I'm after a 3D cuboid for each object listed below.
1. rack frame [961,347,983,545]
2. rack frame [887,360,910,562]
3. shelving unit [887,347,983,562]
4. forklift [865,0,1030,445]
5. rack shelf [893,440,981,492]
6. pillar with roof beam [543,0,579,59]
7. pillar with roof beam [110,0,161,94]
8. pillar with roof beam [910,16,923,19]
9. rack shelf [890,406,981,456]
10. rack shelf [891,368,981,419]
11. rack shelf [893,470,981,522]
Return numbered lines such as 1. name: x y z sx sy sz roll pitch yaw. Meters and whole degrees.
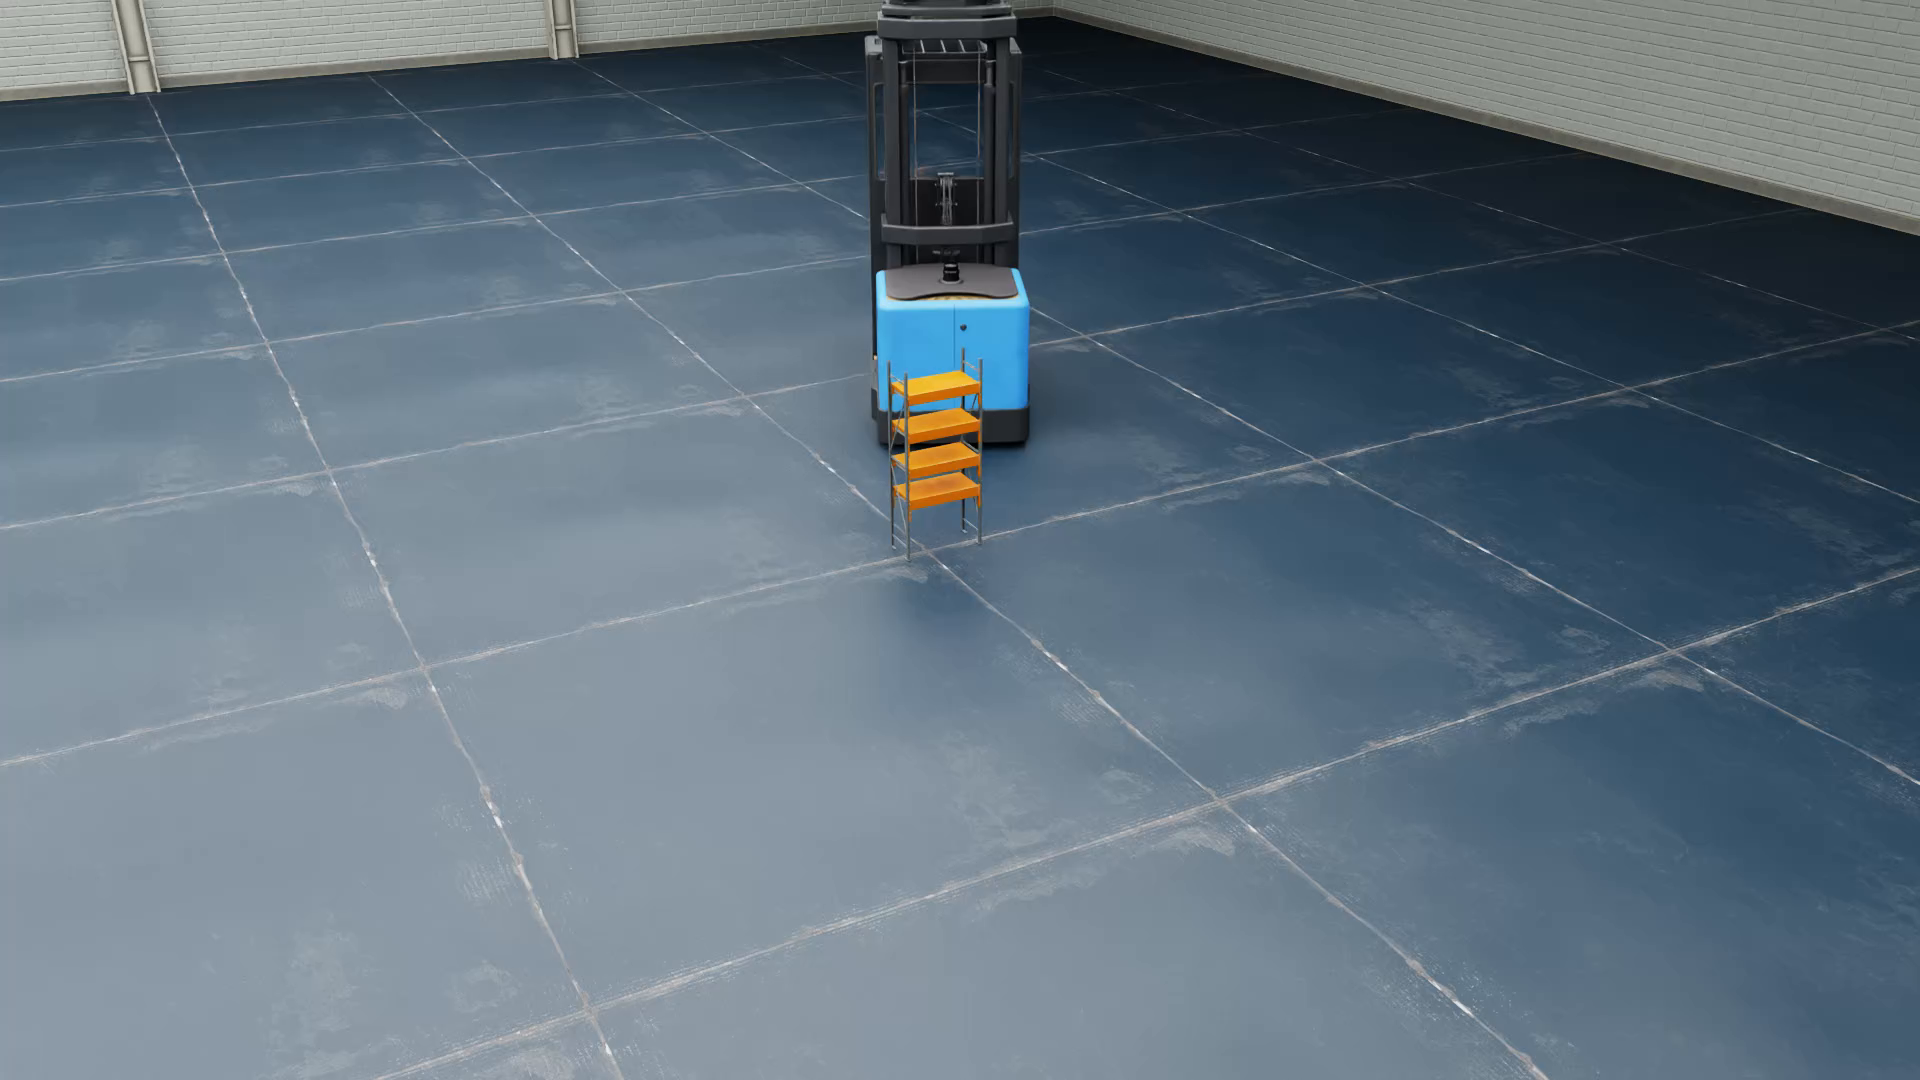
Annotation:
1. rack frame: 0.069 -0.557 10.024 0.015 1.200 0.240 -13 29 -25
2. rack frame: -0.361 -0.457 9.817 0.015 1.200 0.240 -13 29 -25
3. shelving unit: -0.146 -0.507 9.920 0.503 1.200 0.258 -13 29 -25
4. forklift: -0.128 -2.578 12.232 1.130 2.935 3.031 -2 26 -3
5. rack shelf: -0.146 -0.447 9.949 0.480 0.148 0.258 -13 29 -25
6. pillar with roof beam: -4.153 -9.953 20.583 0.400 9.000 9.100 -13 29 -25
7. pillar with roof beam: -9.447 -8.731 18.037 0.400 9.000 9.100 -13 29 -25
8. pillar with roof beam: 1.142 -11.175 23.128 0.400 9.000 9.100 -13 29 -25
9. rack shelf: -0.146 -0.648 9.852 0.480 0.148 0.258 -13 29 -25
10. rack shelf: -0.146 -0.861 9.750 0.480 0.148 0.258 -13 29 -25
11. rack shelf: -0.146 -0.268 10.035 0.480 0.148 0.258 -13 29 -25
